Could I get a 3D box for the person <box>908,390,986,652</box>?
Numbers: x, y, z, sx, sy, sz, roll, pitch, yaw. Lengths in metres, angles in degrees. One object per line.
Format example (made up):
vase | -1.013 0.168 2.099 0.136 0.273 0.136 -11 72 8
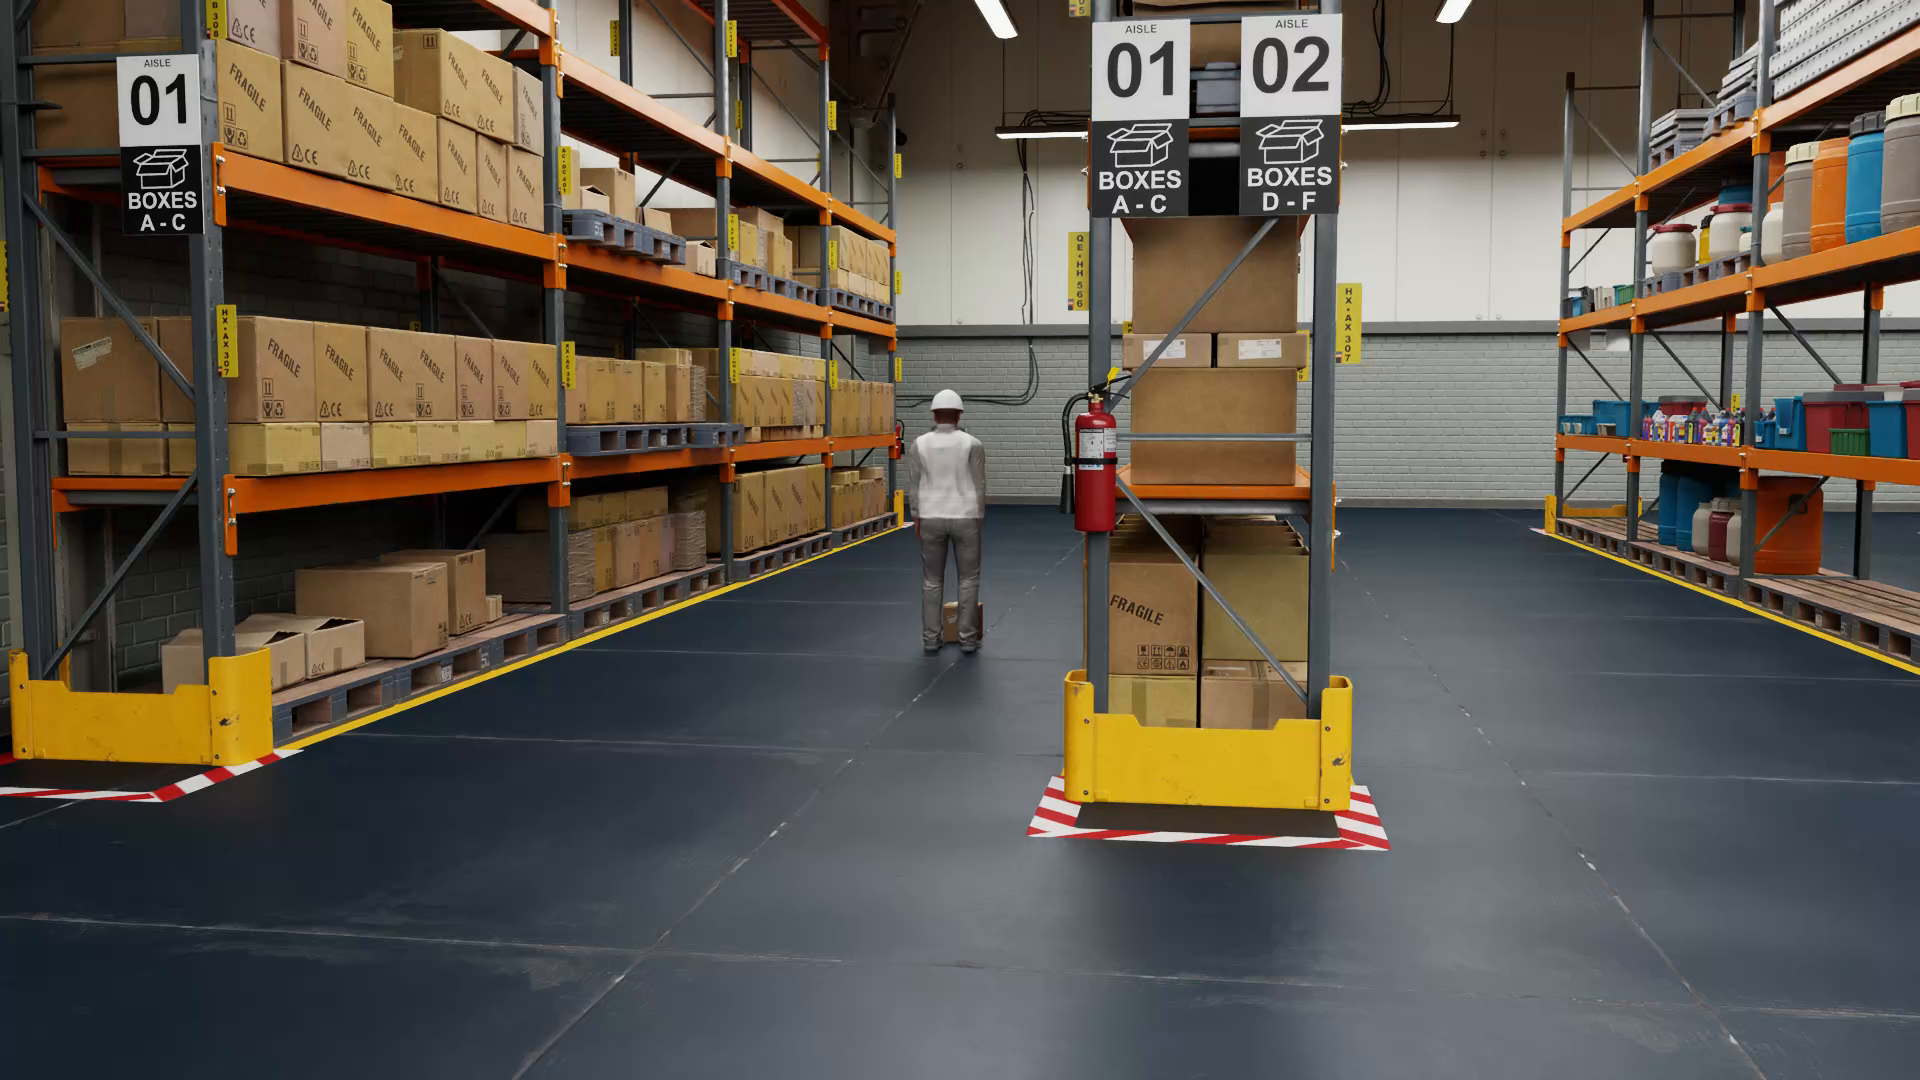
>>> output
person | -0.088 -0.132 11.276 0.535 1.764 0.363 1 4 10
